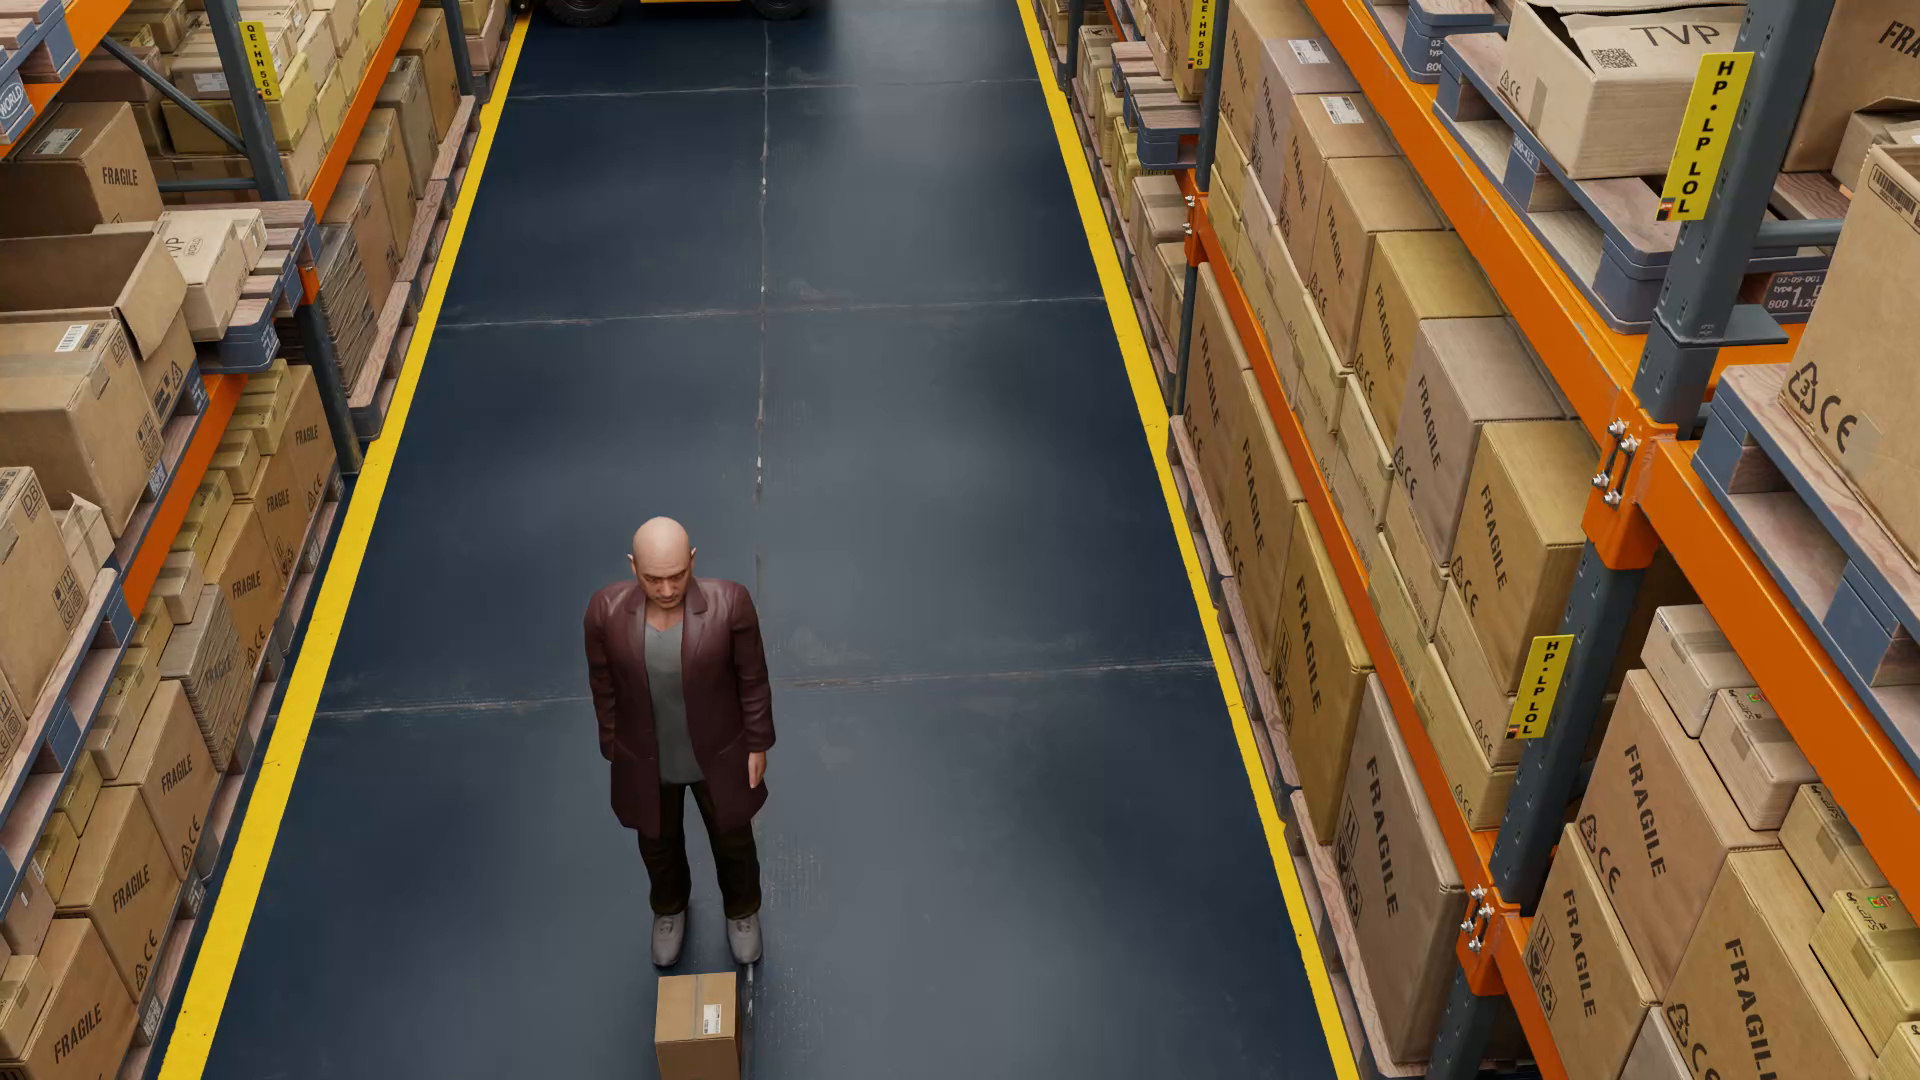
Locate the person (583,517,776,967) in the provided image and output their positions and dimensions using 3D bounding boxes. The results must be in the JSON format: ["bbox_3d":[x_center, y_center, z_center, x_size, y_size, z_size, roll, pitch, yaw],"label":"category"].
[{"bbox_3d":[-0.869,0.676,5.321,0.562,1.776,0.390,-2,39,-3],"label":"person"}]
